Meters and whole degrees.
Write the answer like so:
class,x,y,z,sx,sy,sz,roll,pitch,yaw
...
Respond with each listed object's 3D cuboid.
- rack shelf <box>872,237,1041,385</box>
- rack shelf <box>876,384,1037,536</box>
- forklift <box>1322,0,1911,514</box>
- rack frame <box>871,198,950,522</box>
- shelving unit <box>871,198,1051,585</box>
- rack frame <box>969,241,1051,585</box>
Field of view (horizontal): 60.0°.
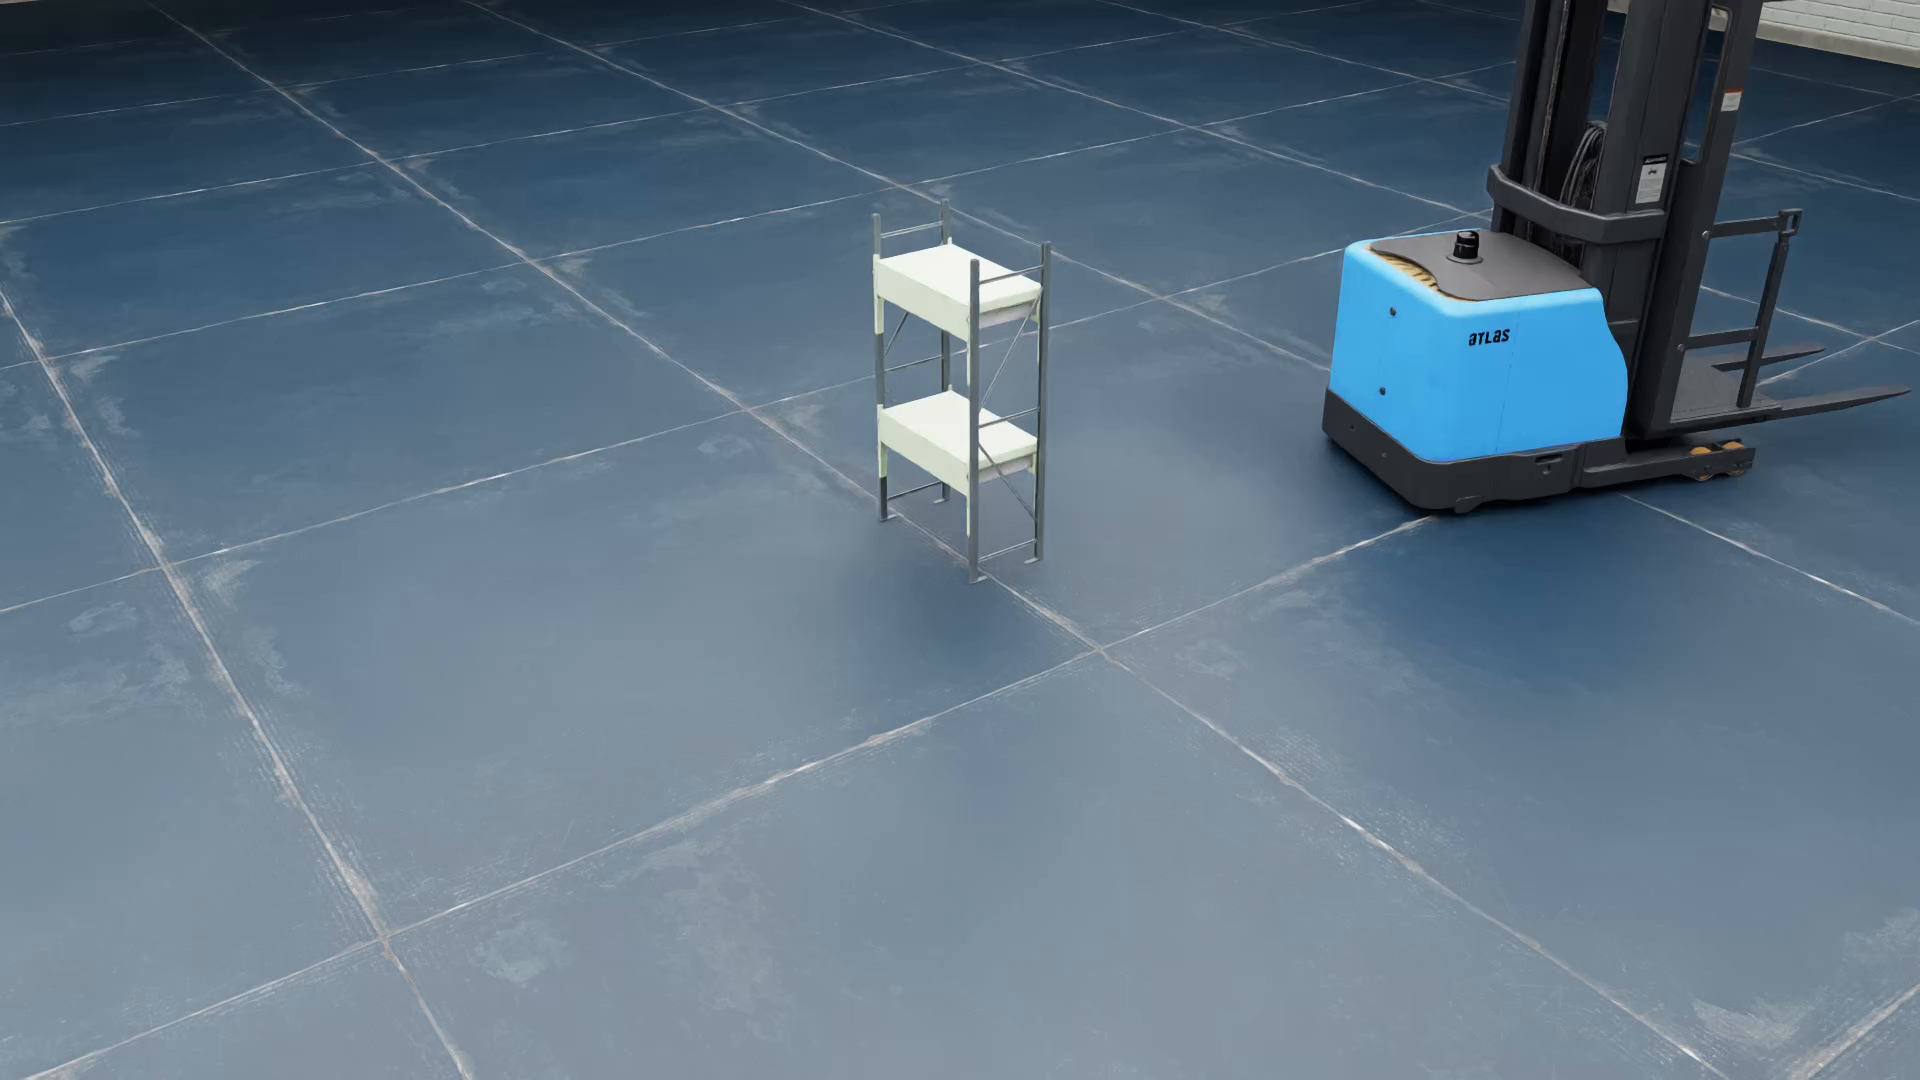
class,x,y,z,sx,sy,sz,roll,pitch,yaw
rack shelf,-0.004,-1.005,7.211,0.431,0.370,0.720,-19,34,-31
rack shelf,-0.004,-0.375,7.552,0.431,0.370,0.720,-19,34,-31
forklift,3.459,-1.814,8.019,3.031,2.935,1.130,-9,30,-15
rack frame,-0.216,-0.804,7.659,0.400,1.500,0.023,-19,34,-31
shelving unit,-0.004,-0.662,7.397,0.431,1.500,0.755,-19,34,-31
rack frame,0.208,-0.519,7.135,0.400,1.500,0.023,-19,34,-31
